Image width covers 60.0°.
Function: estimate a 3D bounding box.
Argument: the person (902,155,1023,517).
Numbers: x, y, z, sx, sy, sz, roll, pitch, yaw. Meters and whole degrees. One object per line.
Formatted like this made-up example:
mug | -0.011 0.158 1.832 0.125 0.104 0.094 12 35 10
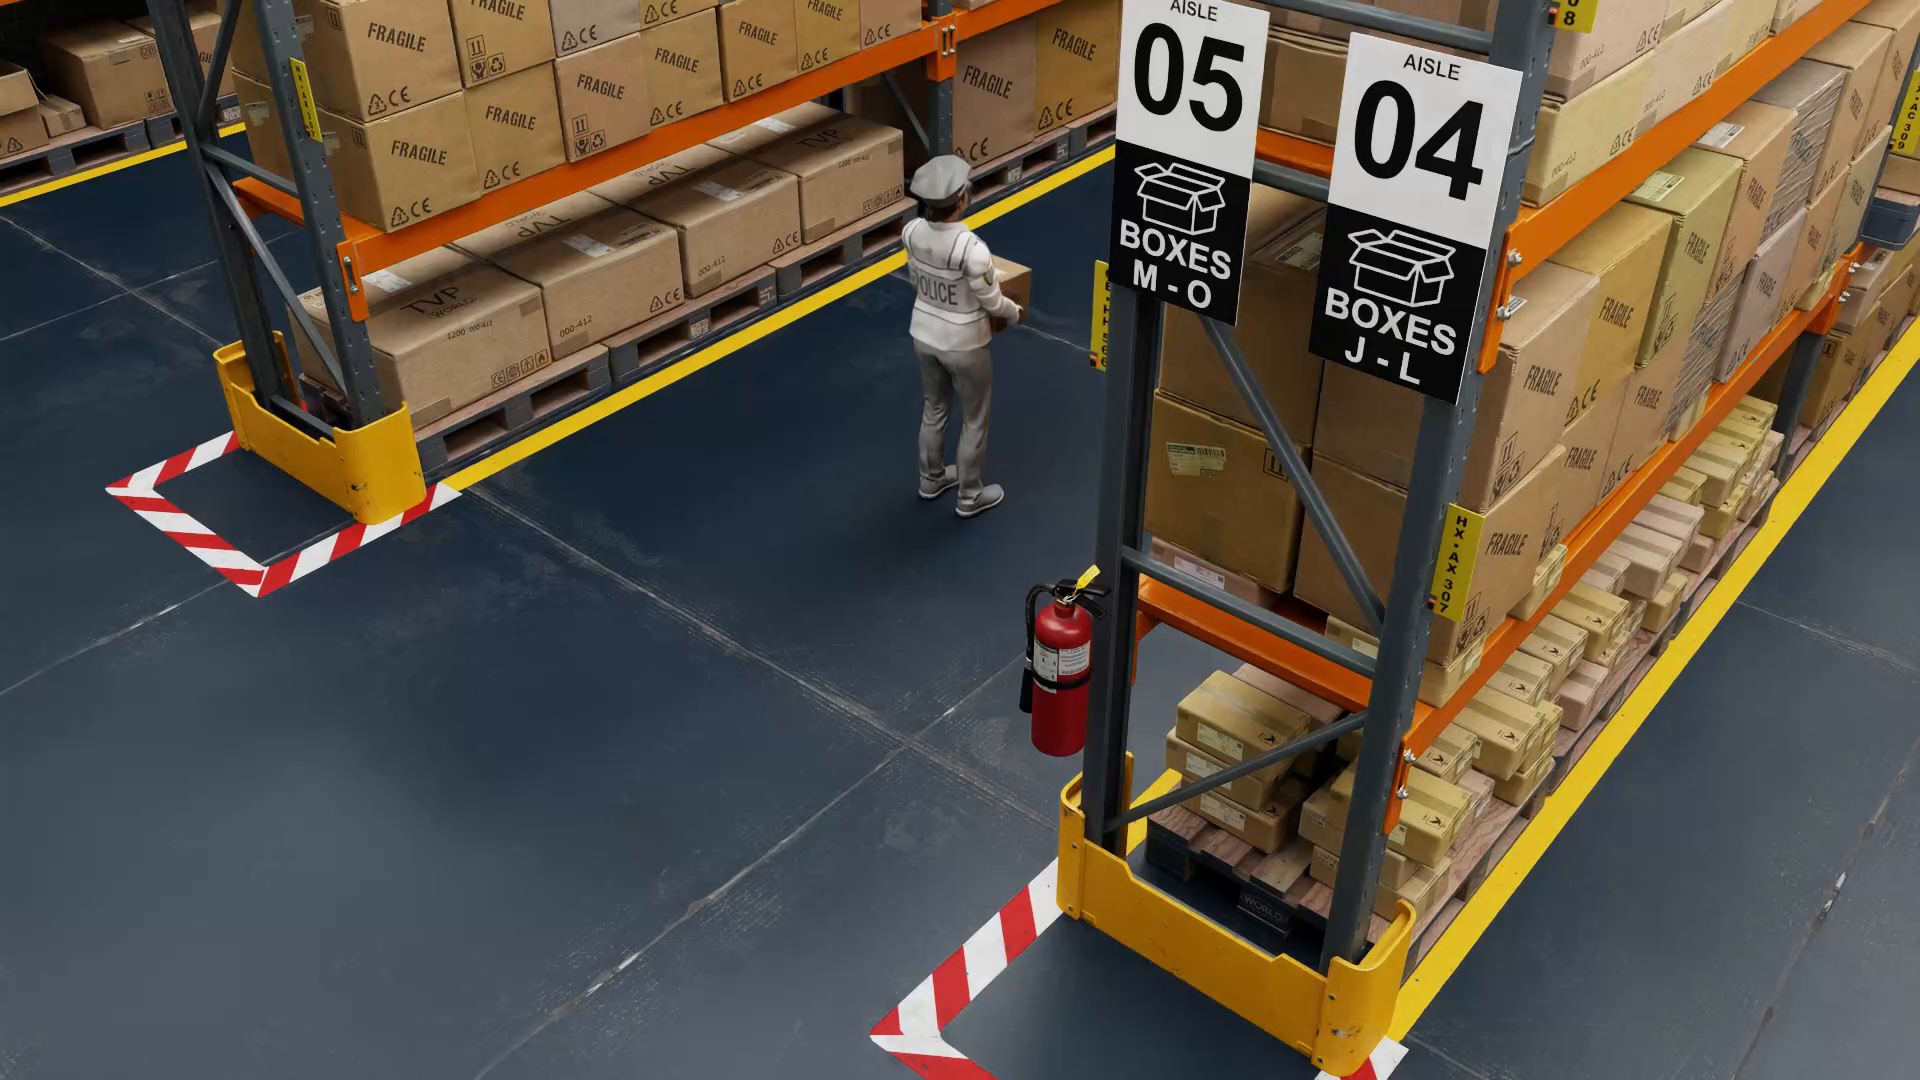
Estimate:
person | 0.016 -0.921 7.422 0.482 1.692 0.517 25 42 31
